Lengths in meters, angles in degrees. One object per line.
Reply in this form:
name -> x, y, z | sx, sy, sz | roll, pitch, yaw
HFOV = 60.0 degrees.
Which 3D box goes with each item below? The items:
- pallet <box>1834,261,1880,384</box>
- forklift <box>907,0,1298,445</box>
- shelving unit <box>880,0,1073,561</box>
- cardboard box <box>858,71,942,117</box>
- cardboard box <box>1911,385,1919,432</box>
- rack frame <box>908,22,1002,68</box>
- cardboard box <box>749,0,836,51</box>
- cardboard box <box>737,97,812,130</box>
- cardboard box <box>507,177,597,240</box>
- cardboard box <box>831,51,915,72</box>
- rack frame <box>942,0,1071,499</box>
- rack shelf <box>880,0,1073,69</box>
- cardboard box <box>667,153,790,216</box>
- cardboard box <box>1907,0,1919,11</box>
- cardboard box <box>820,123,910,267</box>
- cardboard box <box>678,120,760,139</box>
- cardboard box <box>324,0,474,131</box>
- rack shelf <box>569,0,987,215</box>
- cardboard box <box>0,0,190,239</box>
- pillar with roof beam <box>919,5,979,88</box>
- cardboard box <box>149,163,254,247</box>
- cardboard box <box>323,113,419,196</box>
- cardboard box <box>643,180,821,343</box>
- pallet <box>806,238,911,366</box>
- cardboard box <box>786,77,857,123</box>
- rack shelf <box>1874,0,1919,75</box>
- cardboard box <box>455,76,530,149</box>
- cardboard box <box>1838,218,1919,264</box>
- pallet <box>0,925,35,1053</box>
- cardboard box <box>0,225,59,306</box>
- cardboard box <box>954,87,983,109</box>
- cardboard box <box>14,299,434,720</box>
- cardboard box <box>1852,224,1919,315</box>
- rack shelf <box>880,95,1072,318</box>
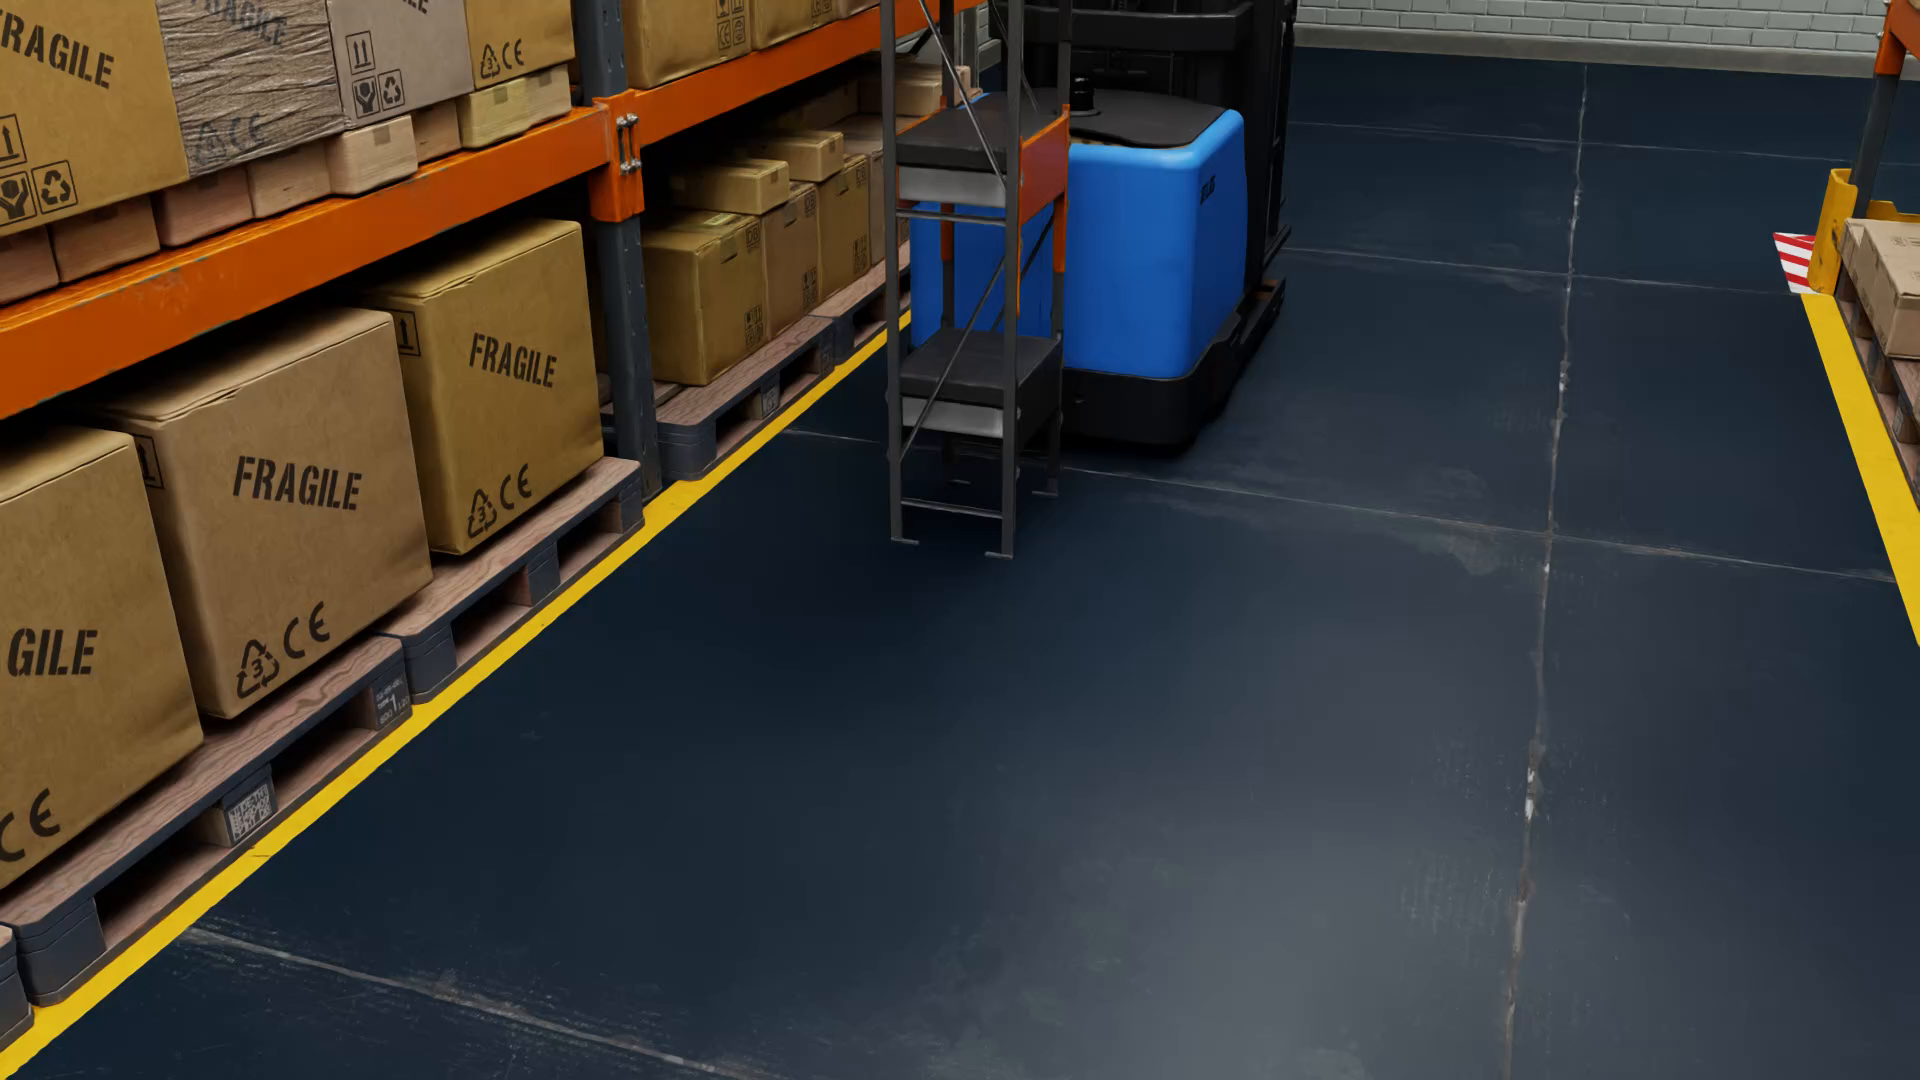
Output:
pallet -> 4.224, -0.874, 6.813 | 1.003, 0.211, 1.213 | 9, 27, 17
forklift -> 0.785, -2.269, 6.573 | 1.130, 2.935, 3.031 | 9, 27, 18
shelving unit -> 0.055, -1.013, 4.933 | 0.431, 2.100, 0.503 | 9, 27, 17
cardboard box -> -0.252, -2.074, 7.735 | 0.380, 0.149, 0.250 | 9, 27, 19
cardboard box -> 3.355, -0.416, 5.247 | 0.500, 0.311, 0.500 | 9, 27, 17
rack frame -> -0.158, -3.205, 8.427 | 1.000, 3.000, 0.127 | 9, 27, 17
cardboard box -> -1.046, -2.216, 6.041 | 0.980, 0.700, 0.700 | 8, 27, 16
cardboard box -> -0.864, -1.818, 7.205 | 0.380, 0.149, 0.250 | 9, 27, 18
cardboard box -> -1.379, -1.179, 5.885 | 0.380, 0.149, 0.250 | 9, 27, 17
cardboard box -> -0.444, -2.339, 8.281 | 0.380, 0.149, 0.250 | 9, 27, 18
rack frame -> 0.136, -1.113, 5.140 | 0.400, 2.100, 0.015 | 9, 27, 17
rack shelf -> 0.055, -1.631, 4.634 | 0.431, 0.518, 0.480 | 9, 27, 17
cardboard box -> -0.858, -1.324, 6.184 | 0.380, 0.149, 0.250 | 10, 27, 19
cardboard box -> 4.118, -2.389, 6.628 | 0.500, 0.500, 0.500 | 9, 27, 19
cardboard box -> -0.630, -1.554, 7.405 | 0.700, 0.500, 0.500 | 8, 27, 16
cardboard box -> -1.034, -1.608, 6.771 | 0.380, 0.149, 0.250 | 9, 27, 18
cardboard box -> -1.566, -1.312, 4.038 | 0.500, 0.500, 0.500 | 9, 27, 18
rack shelf -> -0.824, -2.059, 6.887 | 1.077, 0.370, 4.000 | 9, 27, 17
cardboard box -> -1.902, -0.901, 3.189 | 0.500, 0.500, 0.500 | 10, 27, 19
pillar with roof beam -> 3.984, -6.516, 8.381 | 9.100, 9.000, 0.400 | 9, 27, 17
cardboard box -> -1.799, -0.761, 3.646 | 0.380, 0.149, 0.250 | 8, 27, 16
cardboard box -> -1.558, -0.953, 4.042 | 0.380, 0.149, 0.250 | 9, 27, 17
cardboard box -> -0.974, -1.124, 6.515 | 0.700, 0.500, 0.500 | 8, 27, 17
pallet -> -0.758, -1.110, 7.301 | 1.003, 0.211, 1.213 | 9, 27, 17
cardboard box -> -0.696, -2.028, 7.639 | 0.380, 0.149, 0.250 | 9, 27, 18
rack shelf -> 3.849, -1.343, 5.406 | 1.077, 0.370, 4.000 | 9, 27, 17
cardboard box -> -1.397, -1.170, 4.490 | 0.380, 0.149, 0.250 | 9, 27, 18
cardboard box -> 4.051, -1.281, 7.220 | 0.380, 0.149, 0.250 | 9, 27, 17
pallet -> -2.487, 1.025, 2.892 | 1.003, 0.211, 1.213 | 9, 27, 17
cardboard box -> -1.992, -0.547, 3.203 | 0.380, 0.149, 0.250 | 9, 27, 18
cardboard box -> -0.297, -1.967, 8.257 | 0.700, 0.500, 0.500 | 9, 27, 17
cardboard box -> -1.876, -0.131, 4.063 | 0.750, 0.750, 0.750 | 10, 27, 19
cardboard box -> 3.899, -1.061, 6.649 | 0.500, 0.250, 0.500 | 9, 27, 17
rack shelf -> 0.055, -1.001, 4.939 | 0.431, 0.518, 0.480 | 9, 27, 17
